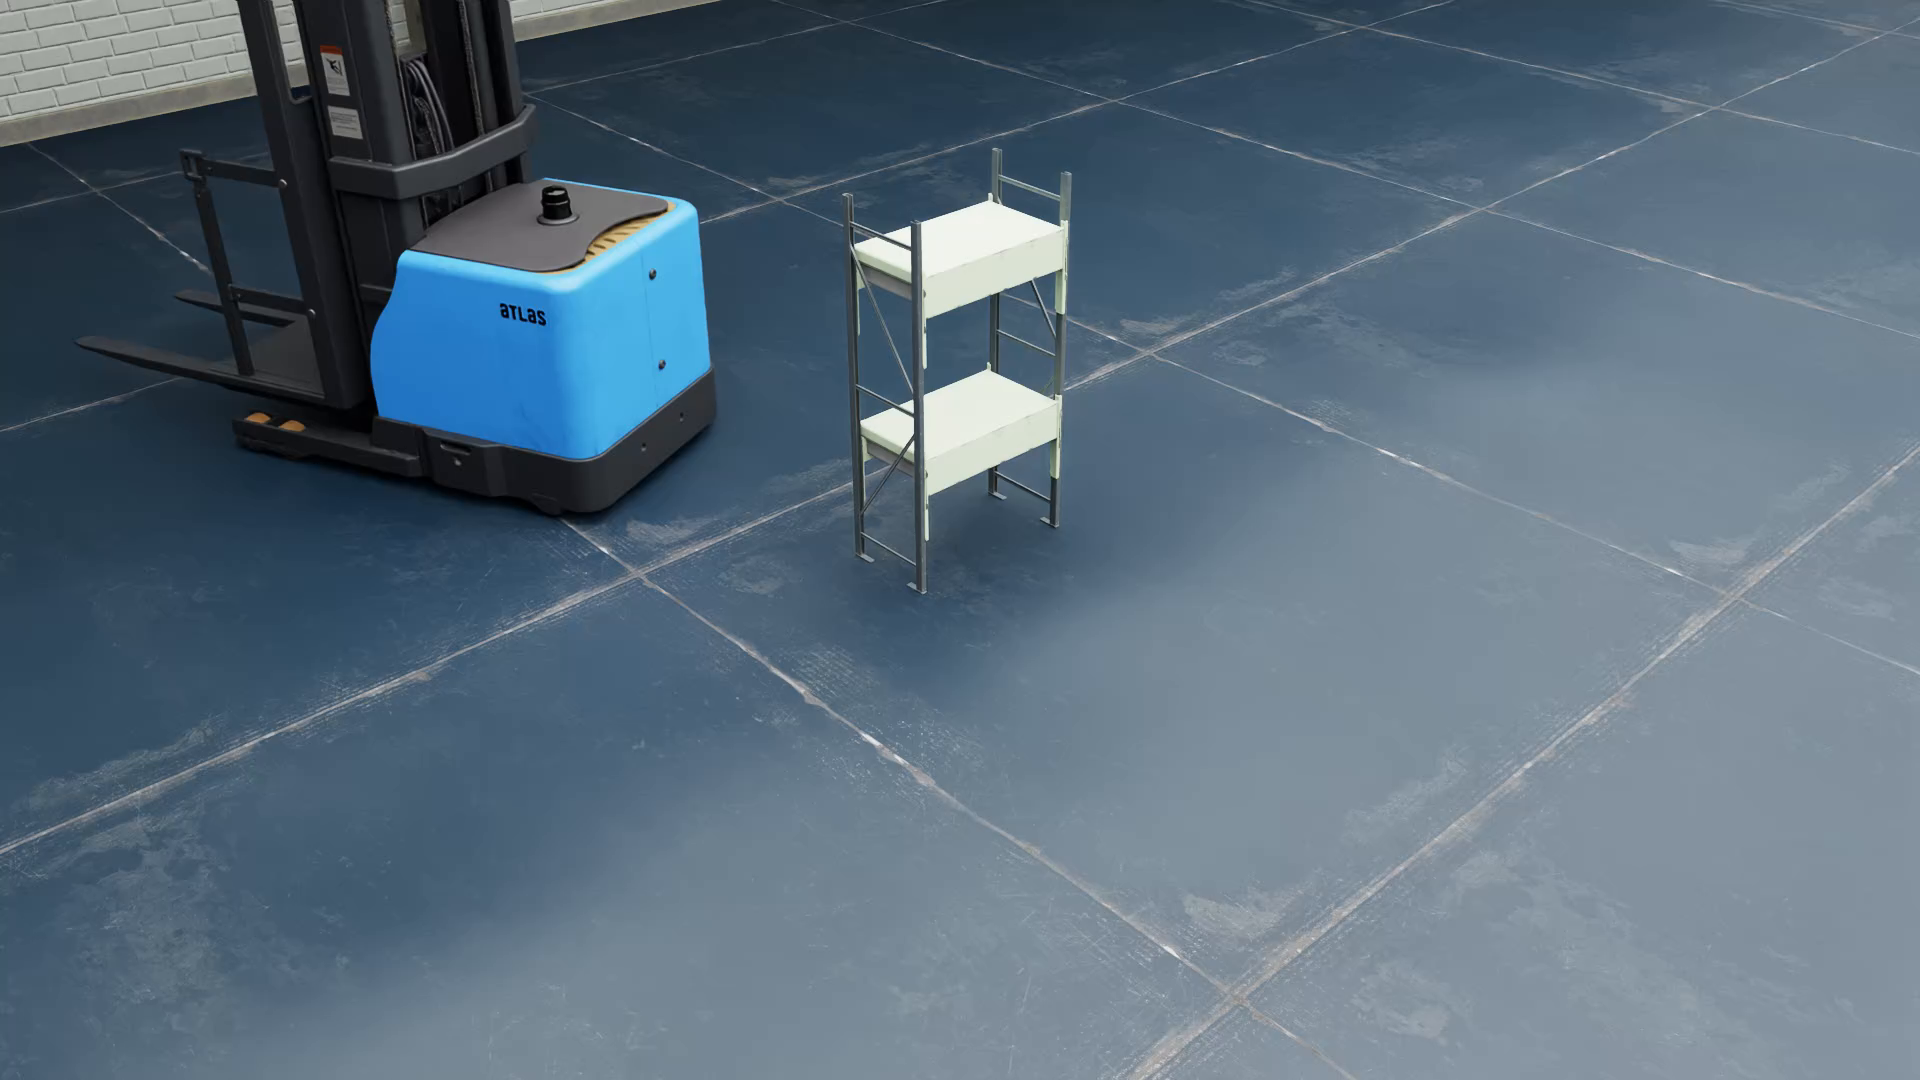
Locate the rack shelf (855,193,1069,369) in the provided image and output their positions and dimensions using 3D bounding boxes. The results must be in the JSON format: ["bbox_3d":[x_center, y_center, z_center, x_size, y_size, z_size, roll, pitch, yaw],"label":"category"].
[{"bbox_3d":[-0.005,-0.970,6.151,0.720,0.370,0.431,-26,40,-35],"label":"rack shelf"}]

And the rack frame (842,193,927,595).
[{"bbox_3d":[-0.273,-0.508,6.143,0.023,1.500,0.400,-26,40,-35],"label":"rack frame"}]

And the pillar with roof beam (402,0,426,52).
[{"bbox_3d":[-1.017,-5.868,7.720,0.400,9.000,9.100,-26,40,-35],"label":"pillar with roof beam"}]

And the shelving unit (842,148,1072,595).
[{"bbox_3d":[-0.005,-0.637,6.355,0.755,1.500,0.431,-26,40,-35],"label":"shelving unit"}]

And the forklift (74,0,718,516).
[{"bbox_3d":[-2.663,-1.845,6.958,3.031,2.935,1.130,13,34,20],"label":"forklift"}]

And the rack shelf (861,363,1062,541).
[{"bbox_3d":[-0.005,-0.359,6.525,0.720,0.370,0.431,-26,40,-35],"label":"rack shelf"}]

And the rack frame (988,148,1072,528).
[{"bbox_3d":[0.264,-0.767,6.567,0.023,1.500,0.400,-26,40,-35],"label":"rack frame"}]
